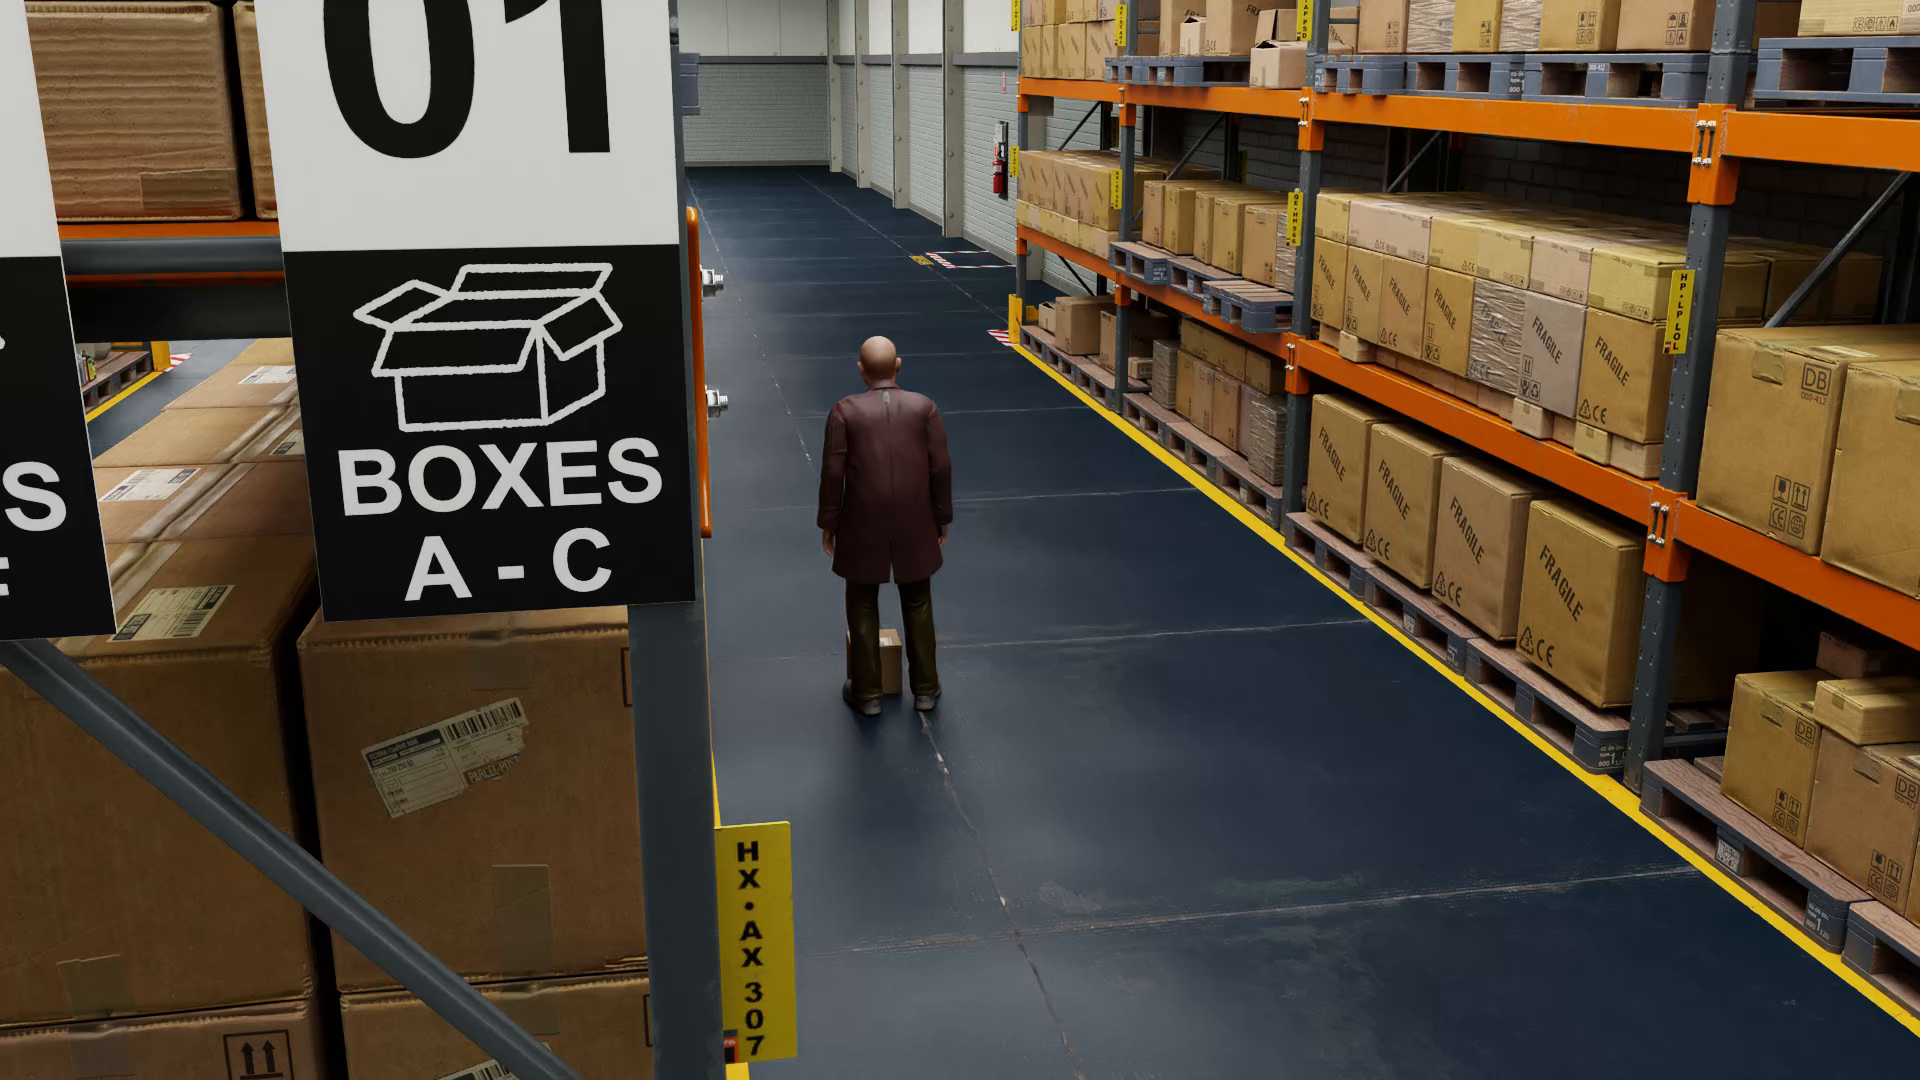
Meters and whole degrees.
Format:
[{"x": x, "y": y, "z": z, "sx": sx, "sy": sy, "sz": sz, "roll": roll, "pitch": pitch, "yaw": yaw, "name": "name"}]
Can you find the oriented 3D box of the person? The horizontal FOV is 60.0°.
[{"x": -0.347, "y": -0.065, "z": 7.785, "sx": 0.644, "sy": 1.774, "sz": 0.427, "roll": -3, "pitch": 16, "yaw": -10, "name": "person"}]
